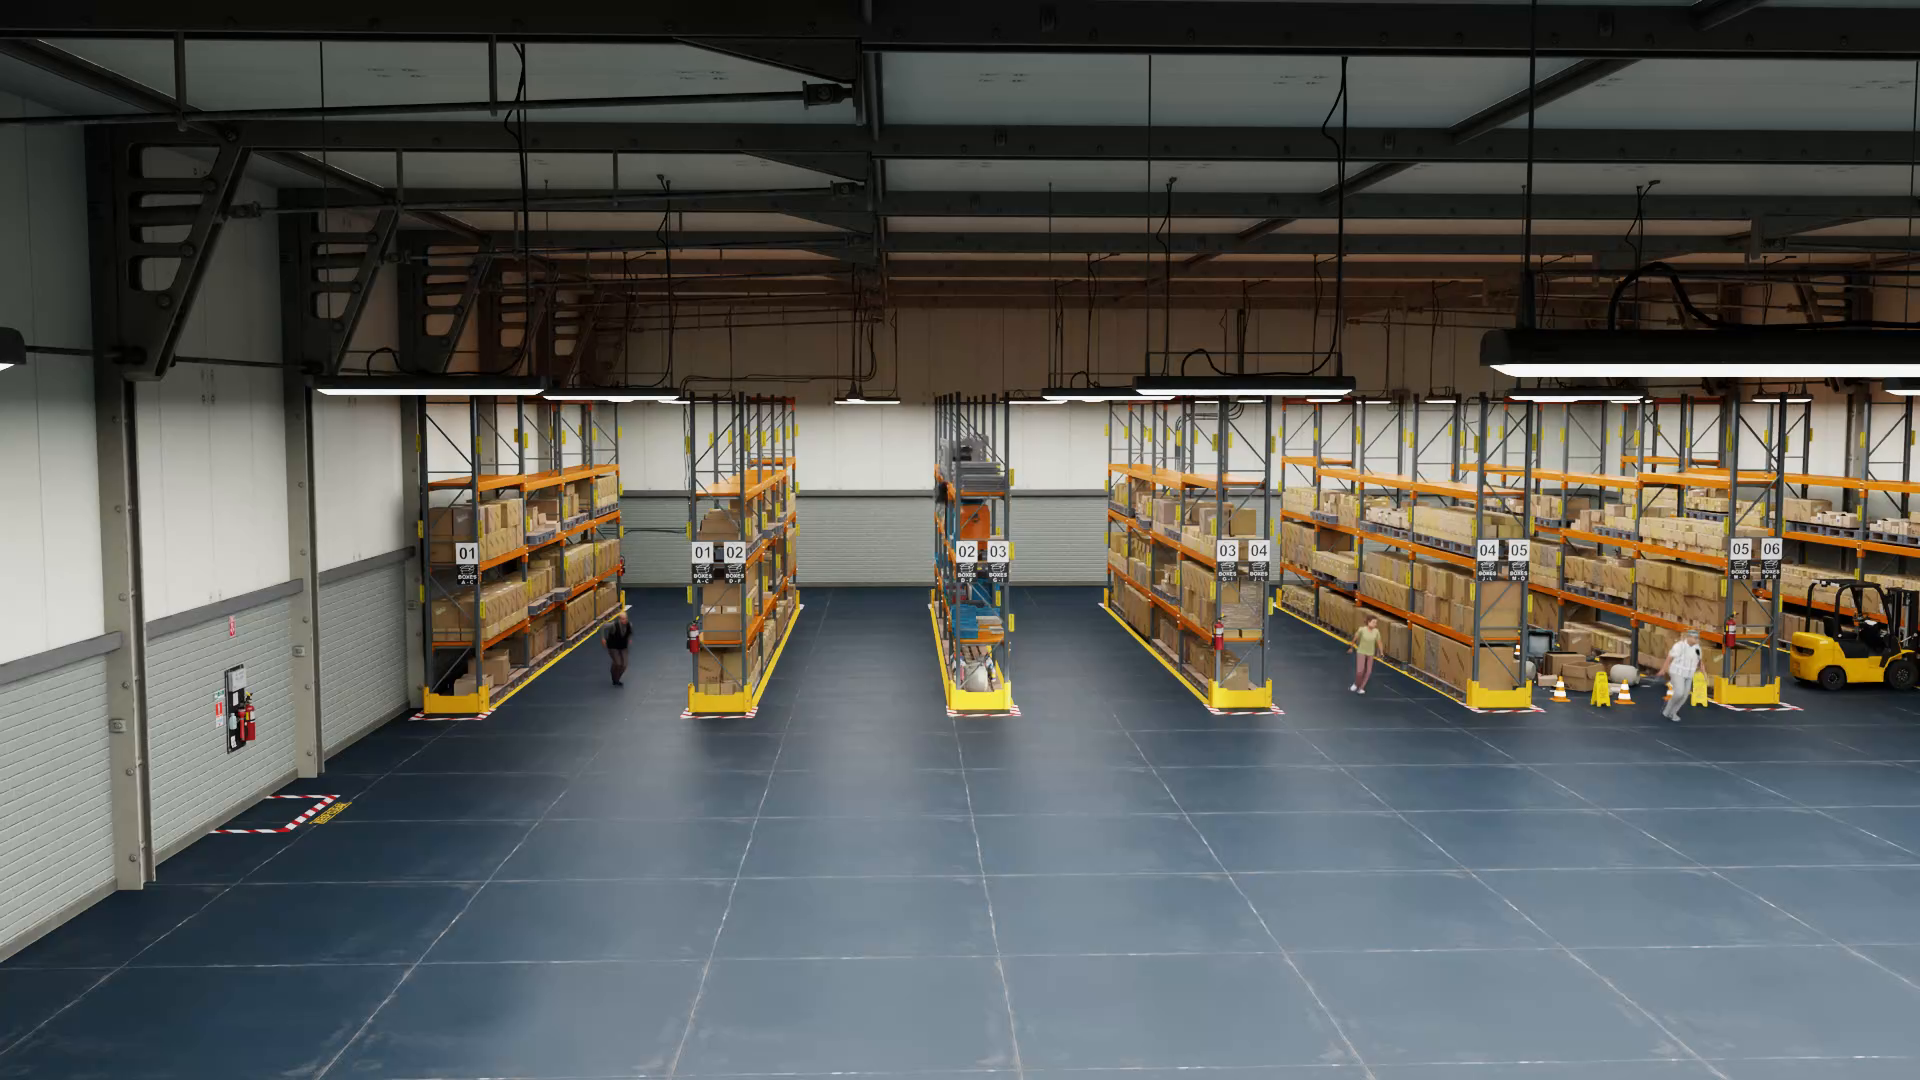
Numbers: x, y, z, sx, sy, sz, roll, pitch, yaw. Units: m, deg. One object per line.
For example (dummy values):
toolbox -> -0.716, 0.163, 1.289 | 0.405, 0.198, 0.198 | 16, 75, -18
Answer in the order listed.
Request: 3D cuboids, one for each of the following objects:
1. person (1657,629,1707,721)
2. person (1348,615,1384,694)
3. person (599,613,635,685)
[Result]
person -> 13.164, 2.459, 30.233 | 0.668, 1.709, 0.652 | -1, 5, -17
person -> 8.068, 2.268, 32.976 | 0.578, 1.606, 0.594 | -1, 5, -9
person -> -6.988, 2.226, 33.937 | 0.695, 1.537, 0.844 | -3, 5, -31
